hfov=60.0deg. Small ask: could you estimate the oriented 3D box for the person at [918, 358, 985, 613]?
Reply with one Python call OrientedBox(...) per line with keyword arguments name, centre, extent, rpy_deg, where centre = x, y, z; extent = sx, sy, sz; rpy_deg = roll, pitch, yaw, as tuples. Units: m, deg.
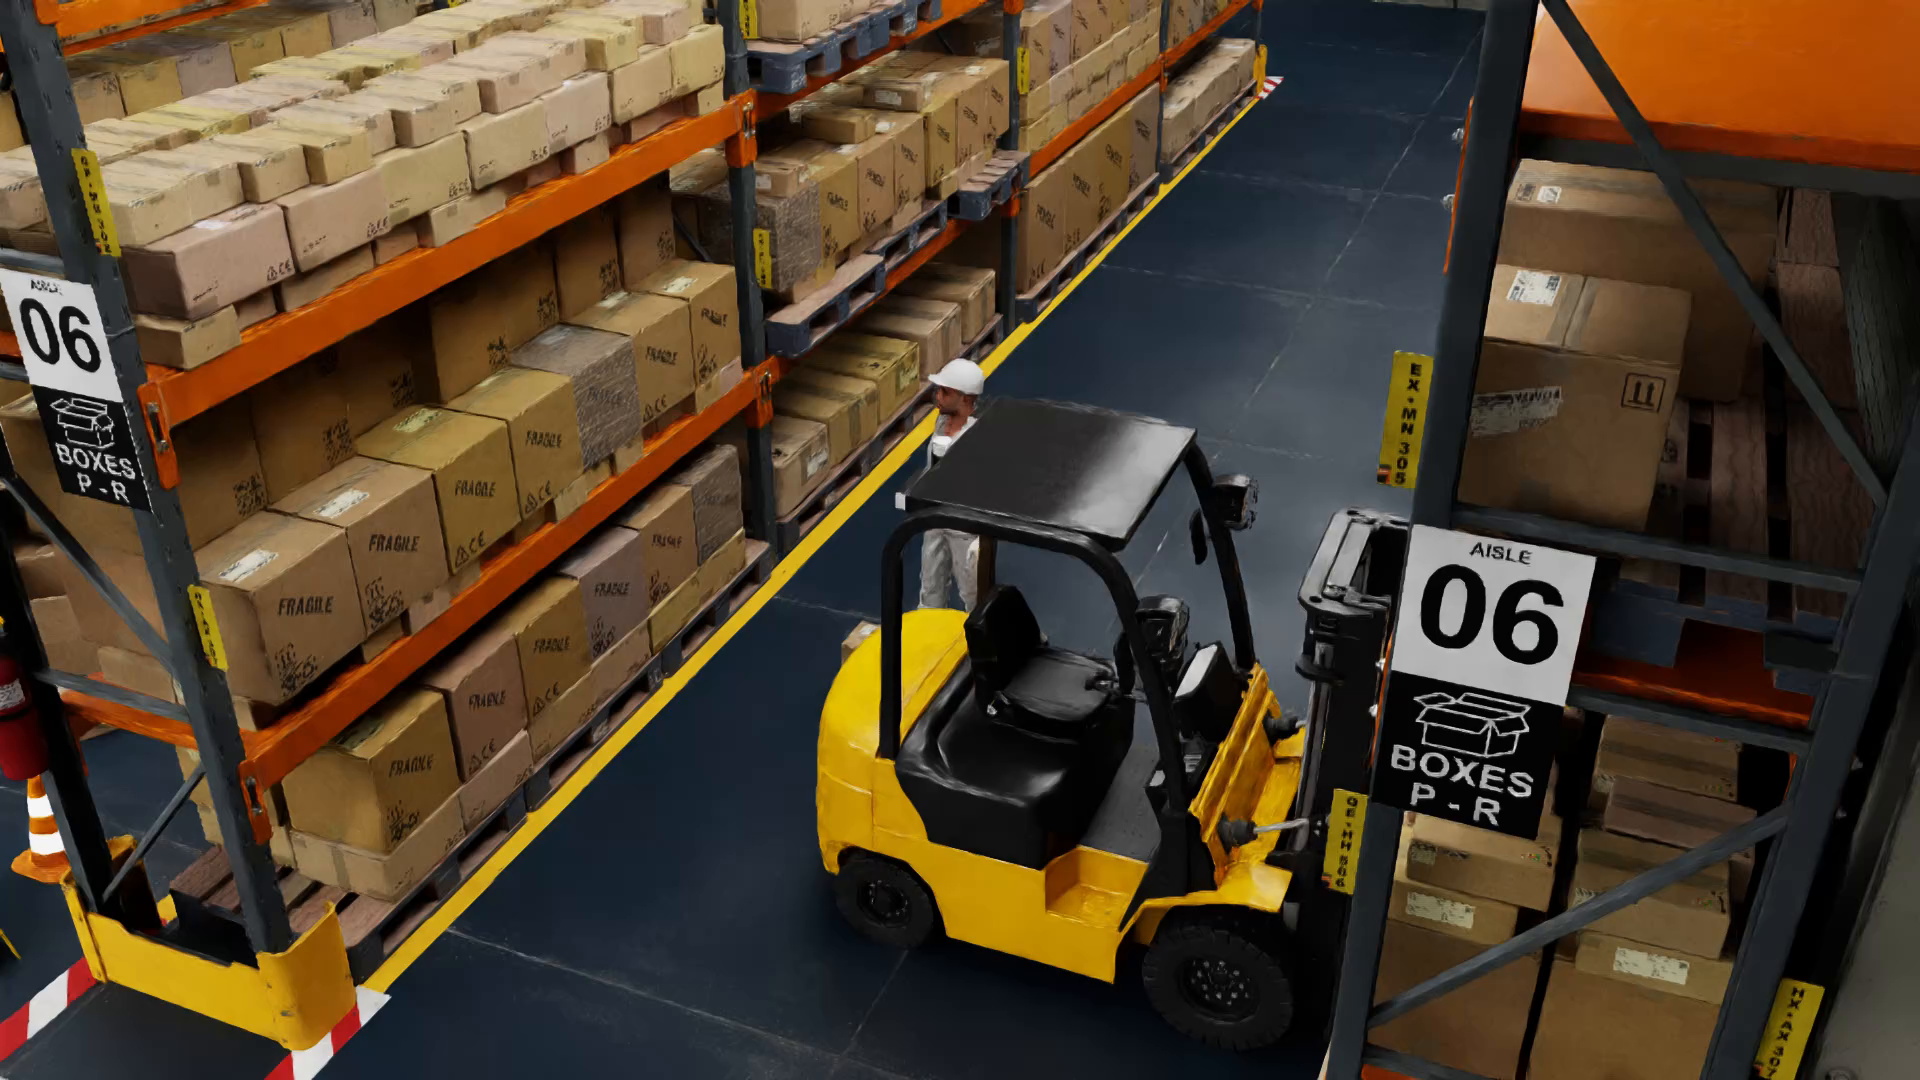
OrientedBox(name="person", centre=(-0.086, -0.072, 8.480), extent=(0.564, 1.794, 0.547), rpy_deg=(-13, 32, -22))
